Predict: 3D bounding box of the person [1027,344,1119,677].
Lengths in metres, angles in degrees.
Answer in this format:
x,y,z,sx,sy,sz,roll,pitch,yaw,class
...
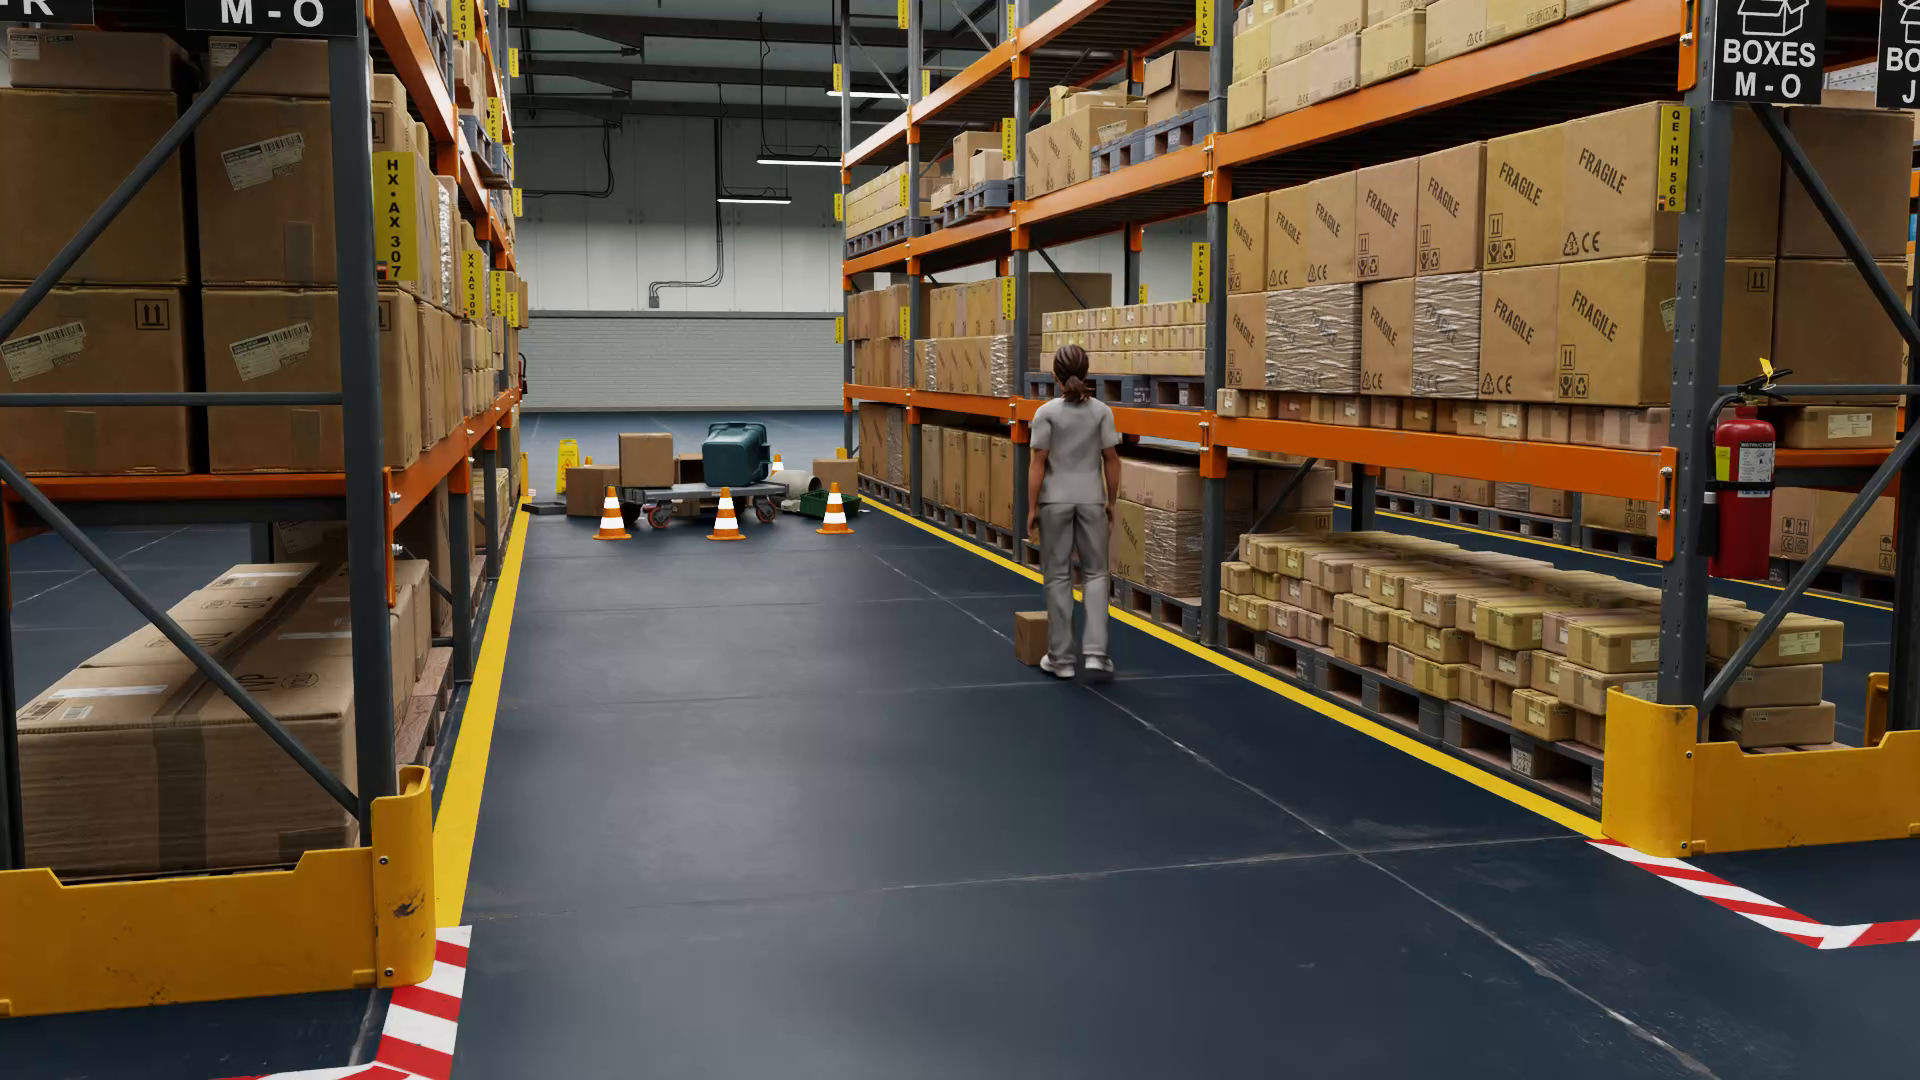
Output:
x,y,z,sx,sy,sz,roll,pitch,yaw,class
0.566,-0.144,8.351,0.470,1.668,0.441,-1,6,-8,person
